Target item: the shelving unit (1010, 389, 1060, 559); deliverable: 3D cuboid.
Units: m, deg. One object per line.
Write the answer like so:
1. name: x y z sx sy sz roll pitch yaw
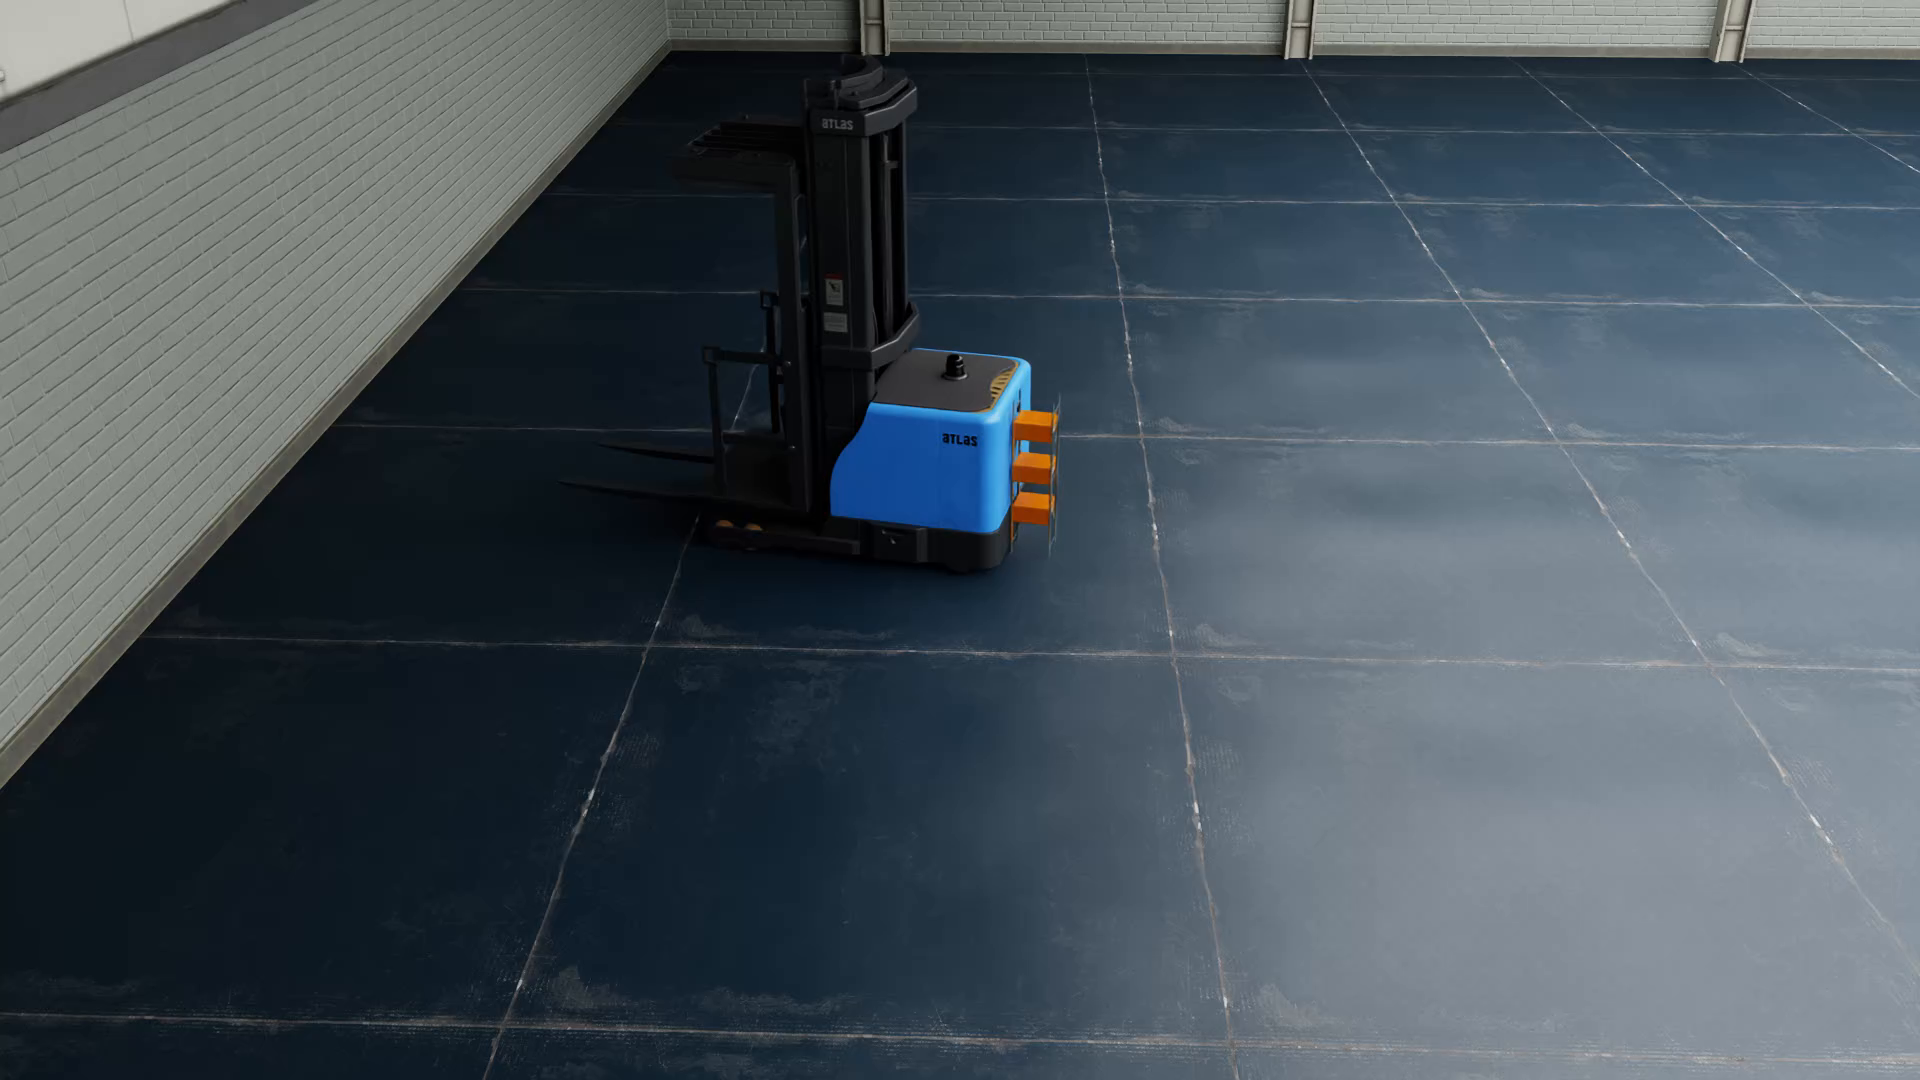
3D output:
1. shelving unit: 0.464 -0.403 10.315 0.252 1.050 0.215 7 29 13

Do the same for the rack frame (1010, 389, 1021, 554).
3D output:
1. rack frame: 0.346 -0.418 10.342 0.008 1.050 0.200 7 29 13

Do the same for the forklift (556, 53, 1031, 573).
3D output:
1. forklift: -1.111 -1.458 10.297 3.031 2.935 1.130 7 29 13

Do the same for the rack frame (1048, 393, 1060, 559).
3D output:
1. rack frame: 0.582 -0.389 10.288 0.008 1.050 0.200 7 29 13

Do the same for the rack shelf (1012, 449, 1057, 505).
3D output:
1. rack shelf: 0.464 -0.394 10.320 0.240 0.259 0.215 7 29 13

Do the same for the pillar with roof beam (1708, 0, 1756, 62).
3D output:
1. pillar with roof beam: 10.630 -8.729 17.535 0.400 9.000 9.100 1 28 2

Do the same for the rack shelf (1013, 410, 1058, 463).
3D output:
1. rack shelf: 0.464 -0.645 10.187 0.240 0.259 0.215 7 29 13

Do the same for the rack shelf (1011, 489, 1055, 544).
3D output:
1. rack shelf: 0.464 -0.148 10.450 0.240 0.259 0.215 7 29 13

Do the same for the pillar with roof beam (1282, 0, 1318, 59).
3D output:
1. pillar with roof beam: 4.634 -8.828 17.722 0.400 9.000 9.100 1 28 2

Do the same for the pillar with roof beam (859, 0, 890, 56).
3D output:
1. pillar with roof beam: -1.362 -8.928 17.909 0.400 9.000 9.100 1 28 2
